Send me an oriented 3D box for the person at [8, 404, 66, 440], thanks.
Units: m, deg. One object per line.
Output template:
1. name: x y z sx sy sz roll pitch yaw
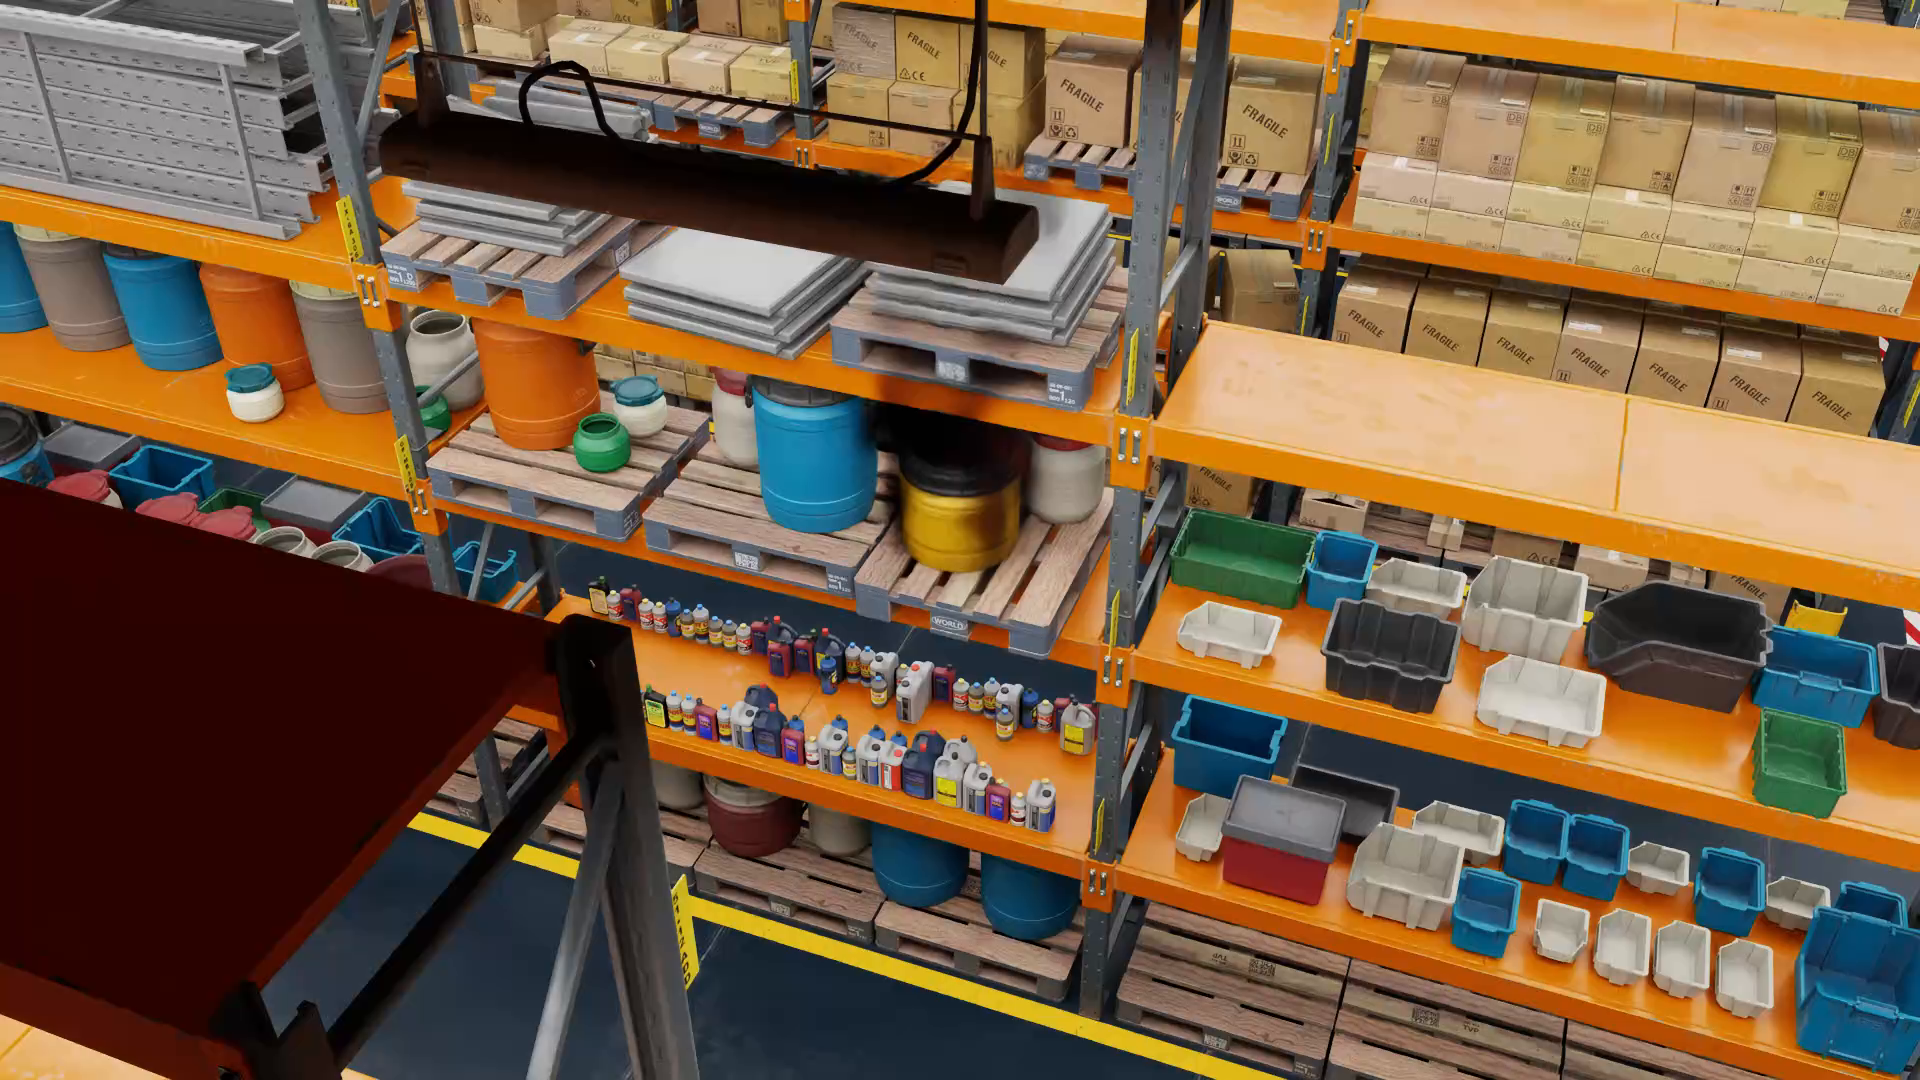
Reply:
1. person: -7.575 -1.193 13.656 0.622 1.621 0.550 7 37 9
